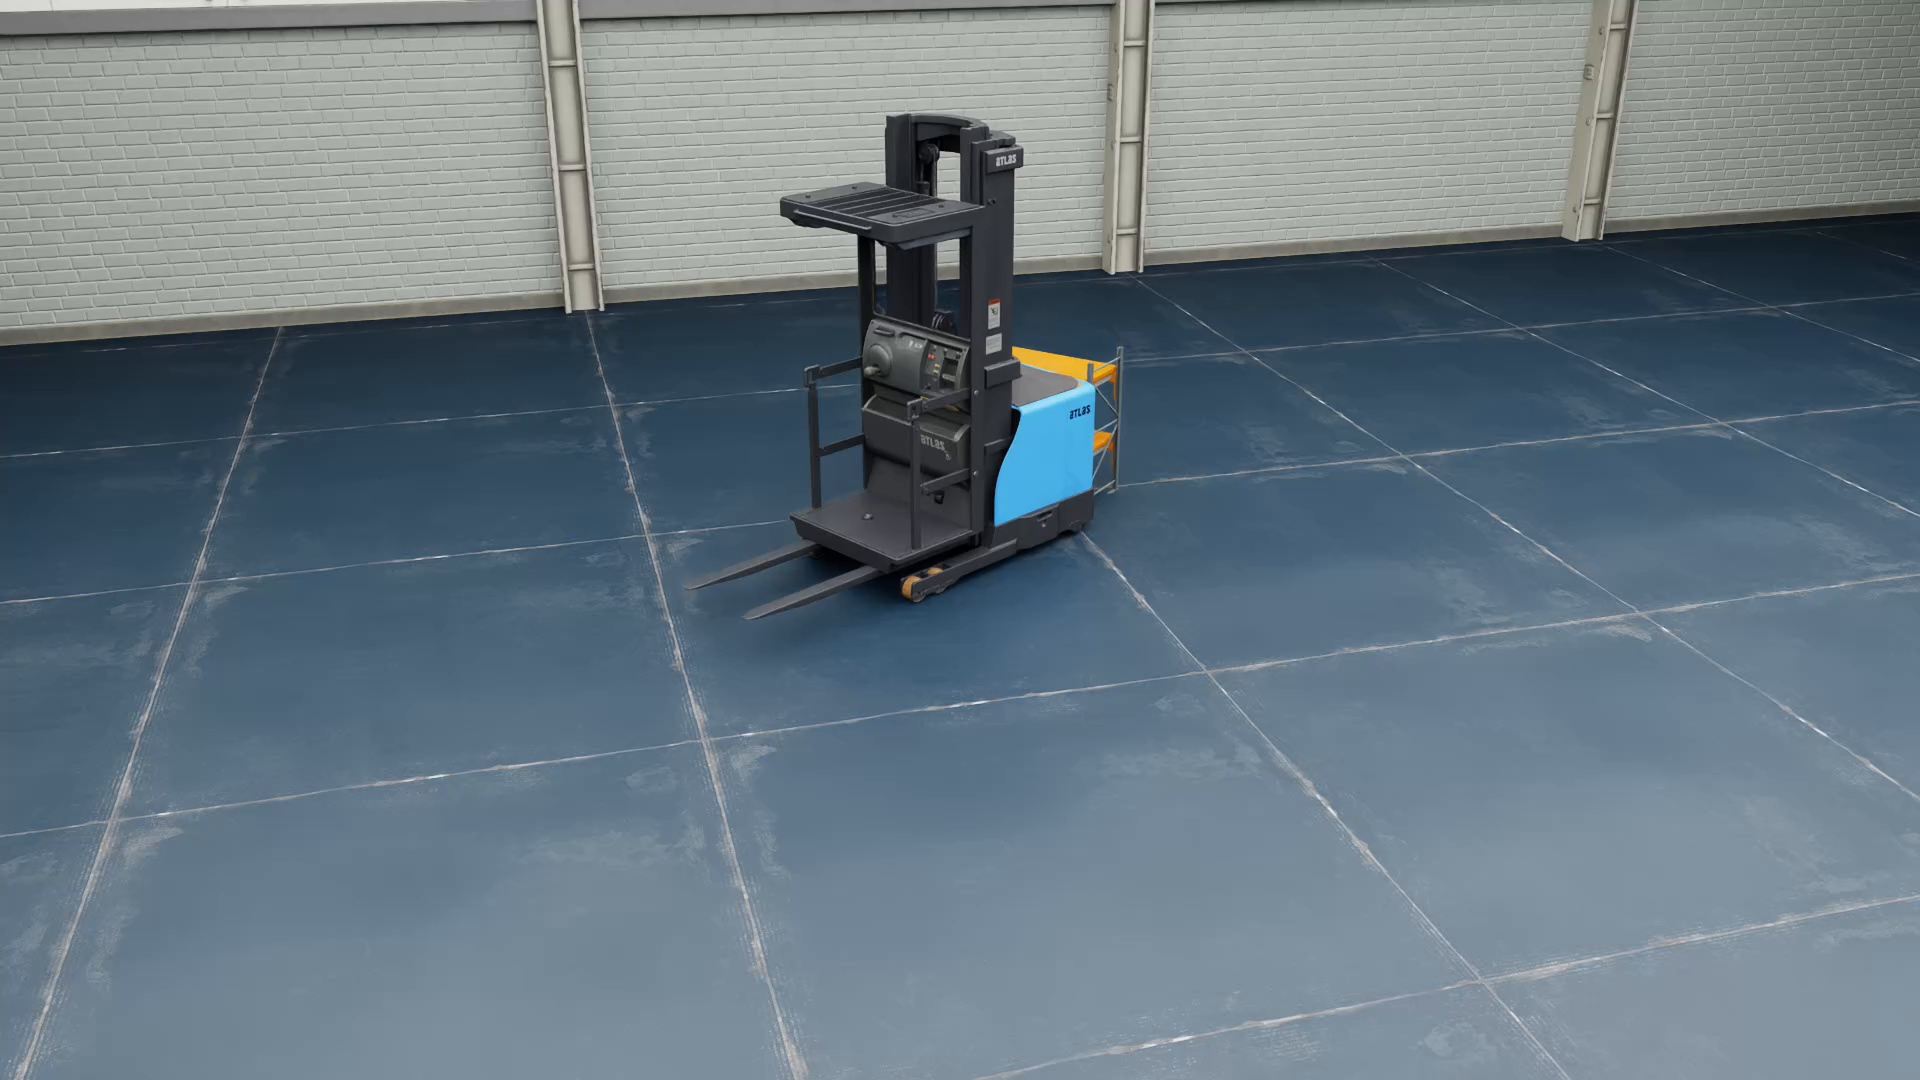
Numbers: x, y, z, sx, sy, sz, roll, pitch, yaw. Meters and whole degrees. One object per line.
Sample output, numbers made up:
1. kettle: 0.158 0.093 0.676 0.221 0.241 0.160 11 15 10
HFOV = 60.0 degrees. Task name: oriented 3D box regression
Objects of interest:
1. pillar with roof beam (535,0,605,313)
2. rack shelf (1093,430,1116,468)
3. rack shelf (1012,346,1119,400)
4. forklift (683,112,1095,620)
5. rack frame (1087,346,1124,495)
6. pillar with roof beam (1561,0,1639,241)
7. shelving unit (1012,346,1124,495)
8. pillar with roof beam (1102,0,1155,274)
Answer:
1. pillar with roof beam: -2.771 -4.932 11.831 0.400 9.000 9.100 -6 24 -14
2. rack shelf: 0.626 -0.705 12.586 1.000 0.278 0.538 14 27 30
3. rack shelf: 0.626 -1.199 12.374 1.000 0.278 0.538 14 27 30
4. forklift: -0.443 -1.174 10.769 3.031 2.935 1.130 -21 31 -40
5. rack frame: 1.054 -0.821 12.237 0.032 1.125 0.500 14 27 30
6. pillar with roof beam: 8.783 -6.210 14.810 0.400 9.000 9.100 -6 24 -14
7. shelving unit: 0.626 -0.930 12.490 1.048 1.125 0.538 14 27 30
8. pillar with roof beam: 3.006 -5.571 13.321 0.400 9.000 9.100 -6 24 -14
